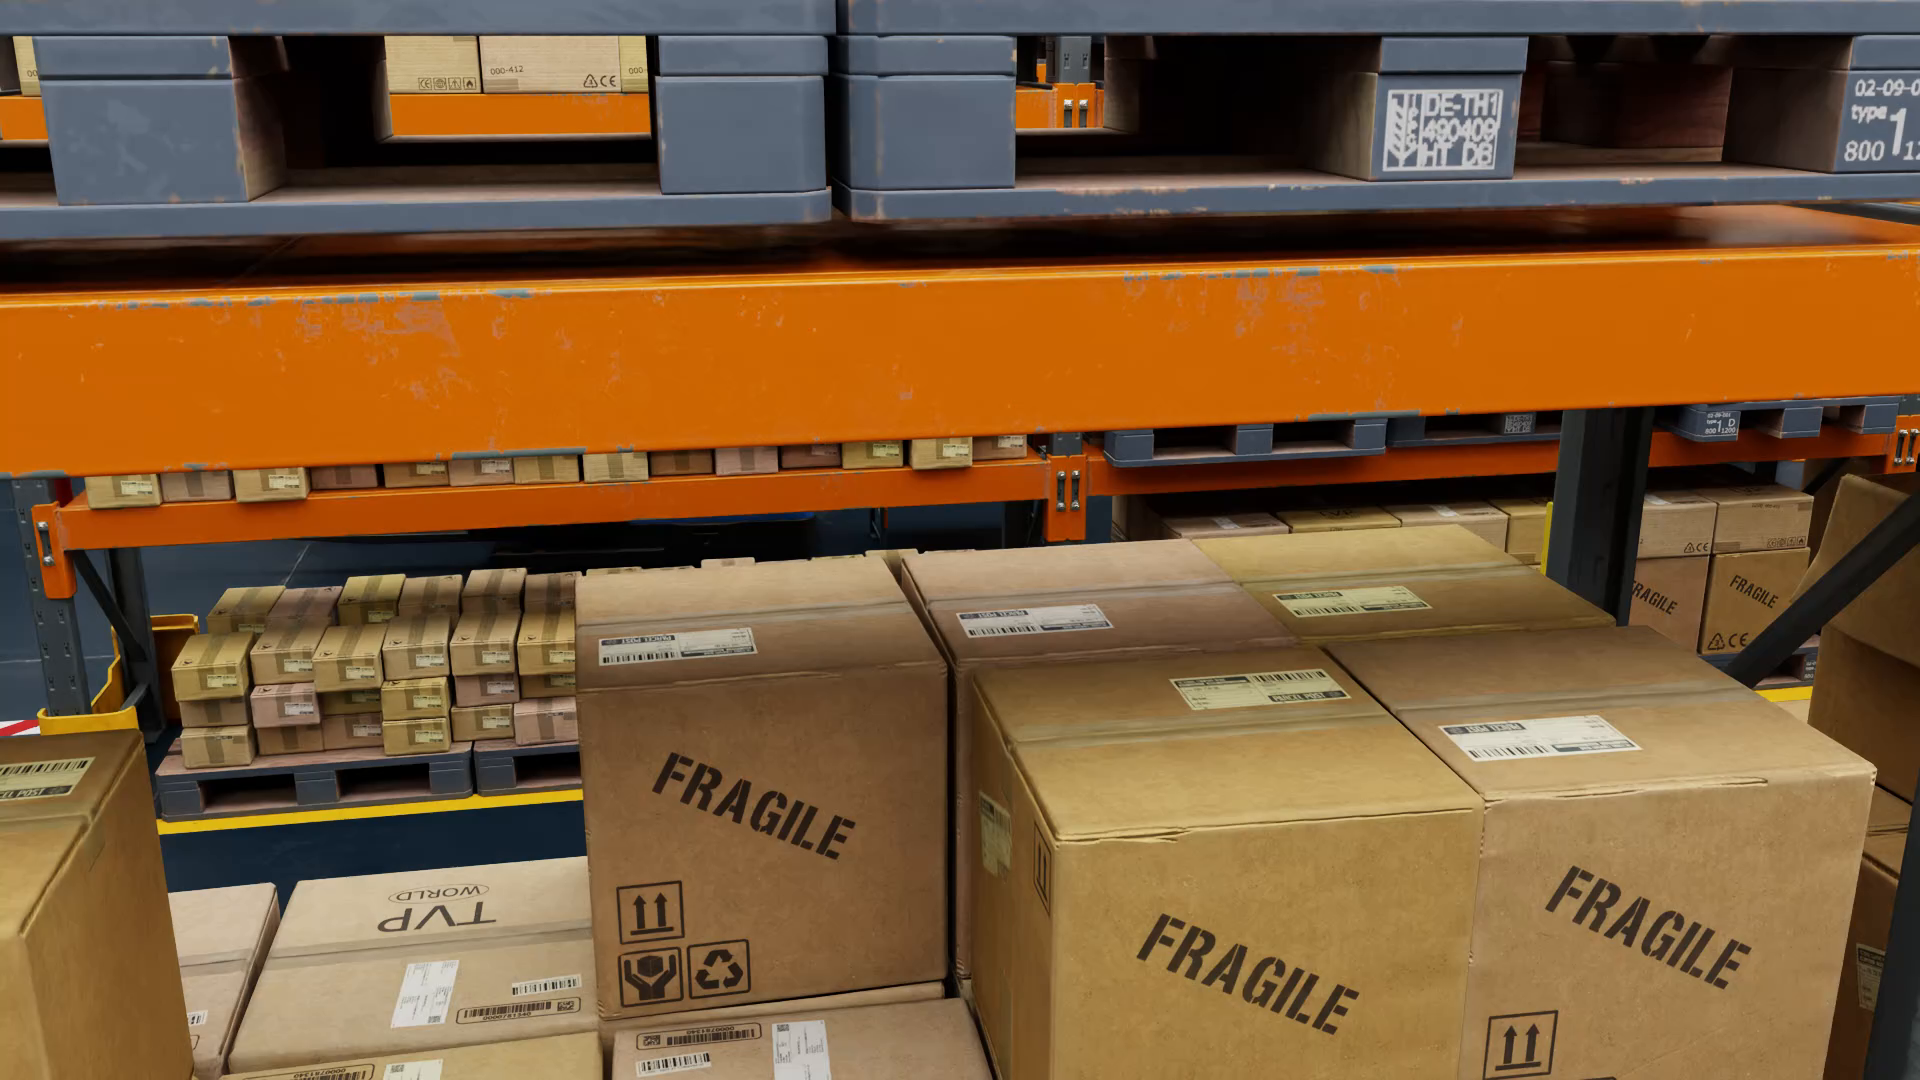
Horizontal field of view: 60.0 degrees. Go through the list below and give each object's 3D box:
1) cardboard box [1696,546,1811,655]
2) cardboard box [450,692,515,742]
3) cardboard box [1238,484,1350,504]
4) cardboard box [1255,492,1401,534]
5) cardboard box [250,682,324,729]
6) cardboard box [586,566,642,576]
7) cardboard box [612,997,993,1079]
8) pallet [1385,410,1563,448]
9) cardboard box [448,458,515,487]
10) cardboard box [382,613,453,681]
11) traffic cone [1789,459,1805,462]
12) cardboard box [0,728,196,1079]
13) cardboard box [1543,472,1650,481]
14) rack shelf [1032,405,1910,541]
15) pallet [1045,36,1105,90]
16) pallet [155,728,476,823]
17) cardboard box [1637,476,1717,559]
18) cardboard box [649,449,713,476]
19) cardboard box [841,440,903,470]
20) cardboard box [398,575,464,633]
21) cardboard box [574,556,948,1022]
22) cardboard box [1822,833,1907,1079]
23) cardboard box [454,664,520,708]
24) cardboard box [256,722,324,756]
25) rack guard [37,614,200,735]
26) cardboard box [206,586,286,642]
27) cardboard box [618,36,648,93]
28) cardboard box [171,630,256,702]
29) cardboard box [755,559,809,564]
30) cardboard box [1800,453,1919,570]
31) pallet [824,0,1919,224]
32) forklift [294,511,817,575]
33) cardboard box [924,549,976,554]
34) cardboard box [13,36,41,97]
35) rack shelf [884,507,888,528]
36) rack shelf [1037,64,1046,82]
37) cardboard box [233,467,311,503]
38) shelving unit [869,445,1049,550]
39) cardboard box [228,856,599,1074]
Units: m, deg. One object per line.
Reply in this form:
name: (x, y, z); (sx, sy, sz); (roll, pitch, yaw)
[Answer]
cardboard box: (3.688, 0.219, 8.033); (0.500, 0.500, 0.500); (-3, 17, -11)
cardboard box: (-2.007, 0.705, 7.048); (0.250, 0.149, 0.380); (-3, 17, -10)
cardboard box: (1.548, -0.168, 8.015); (0.500, 0.250, 0.500); (-2, 17, -8)
cardboard box: (1.655, -0.024, 7.547); (0.500, 0.250, 0.500); (-3, 17, -9)
cardboard box: (-2.727, 0.624, 6.806); (0.250, 0.149, 0.380); (-3, 17, -11)
cardboard box: (-1.560, 0.252, 7.509); (0.250, 0.149, 0.380); (-3, 17, -10)
cardboard box: (-0.194, 0.859, 2.156); (0.500, 0.250, 0.500); (-3, 17, -9)
pallet: (2.349, -0.674, 7.723); (1.213, 0.211, 1.003); (-3, 17, -10)
cardboard box: (-1.927, -0.339, 6.733); (0.250, 0.149, 0.380); (-4, 17, -12)
cardboard box: (-2.244, 0.440, 6.898); (0.250, 0.149, 0.380); (-4, 18, -13)
traffic cone: (6.222, -0.846, 12.279); (0.334, 0.463, 0.336); (-3, 17, -10)
cardboard box: (-1.208, 0.557, 1.860); (0.500, 0.500, 0.500); (-4, 17, -12)
cardboard box: (3.064, -0.255, 8.298); (0.500, 0.250, 0.500); (-3, 17, -11)
rack shelf: (2.321, -0.432, 7.835); (4.000, 0.370, 1.077); (-3, 17, -10)
pallet: (0.984, -2.012, 6.966); (1.003, 0.211, 1.213); (-3, 17, -10)
pallet: (-2.691, 0.852, 7.179); (1.213, 0.211, 1.003); (-3, 17, -10)
cardboard box: (3.169, -0.107, 7.816); (0.500, 0.250, 0.500); (-3, 17, -10)
cardboard box: (-1.164, -0.388, 6.894); (0.250, 0.149, 0.380); (-4, 17, -11)
cardboard box: (-0.385, -0.418, 6.991); (0.250, 0.149, 0.380); (-3, 17, -8)
cardboard box: (-2.344, 0.289, 7.390); (0.250, 0.149, 0.380); (-4, 18, -13)
cardboard box: (-0.315, 0.350, 2.534); (0.500, 0.500, 0.500); (-4, 17, -12)
cardboard box: (1.698, 0.769, 2.528); (0.500, 0.500, 0.500); (-3, 17, -10)
cardboard box: (-1.989, 0.559, 7.015); (0.250, 0.149, 0.380); (-4, 18, -13)
cardboard box: (-2.754, 0.745, 6.917); (0.250, 0.149, 0.380); (-3, 17, -11)
rack guard: (-3.496, 0.749, 7.022); (0.348, 0.500, 1.175); (-3, 17, -10)
cardboard box: (-3.098, 0.333, 7.245); (0.250, 0.149, 0.380); (-3, 17, -10)
cardboard box: (-1.064, -1.869, 6.434); (0.500, 0.250, 0.500); (-3, 17, -11)
cardboard box: (-2.991, 0.505, 6.687); (0.250, 0.149, 0.380); (-4, 18, -13)
cardboard box: (-0.793, 0.220, 7.613); (0.250, 0.149, 0.380); (-4, 17, -12)
cardboard box: (4.899, -0.021, 8.387); (0.750, 0.750, 1.050); (-3, 17, -11)
pallet: (0.394, -0.578, 2.127); (1.213, 0.211, 1.003); (-3, 17, -10)
forklift: (-2.387, -1.336, 9.669); (3.031, 2.935, 1.130); (-1, 17, -5)
cardboard box: (-0.020, 0.172, 7.769); (0.250, 0.149, 0.380); (-3, 17, -8)
cardboard box: (-3.081, -1.755, 6.065); (0.500, 0.250, 0.500); (-3, 17, -8)
rack shelf: (-0.007, -0.304, 10.217); (1.000, 0.278, 0.538); (-3, 17, -10)
rack shelf: (1.283, -3.287, 12.023); (4.000, 0.370, 1.077); (-3, 17, -10)
cardboard box: (-2.674, -0.271, 6.513); (0.250, 0.149, 0.380); (-4, 17, -12)
shelving unit: (-0.007, -0.537, 10.145); (1.048, 1.125, 0.538); (-3, 17, -10)
cardboard box: (-0.795, 0.733, 2.566); (0.500, 0.250, 0.500); (-3, 17, -10)
